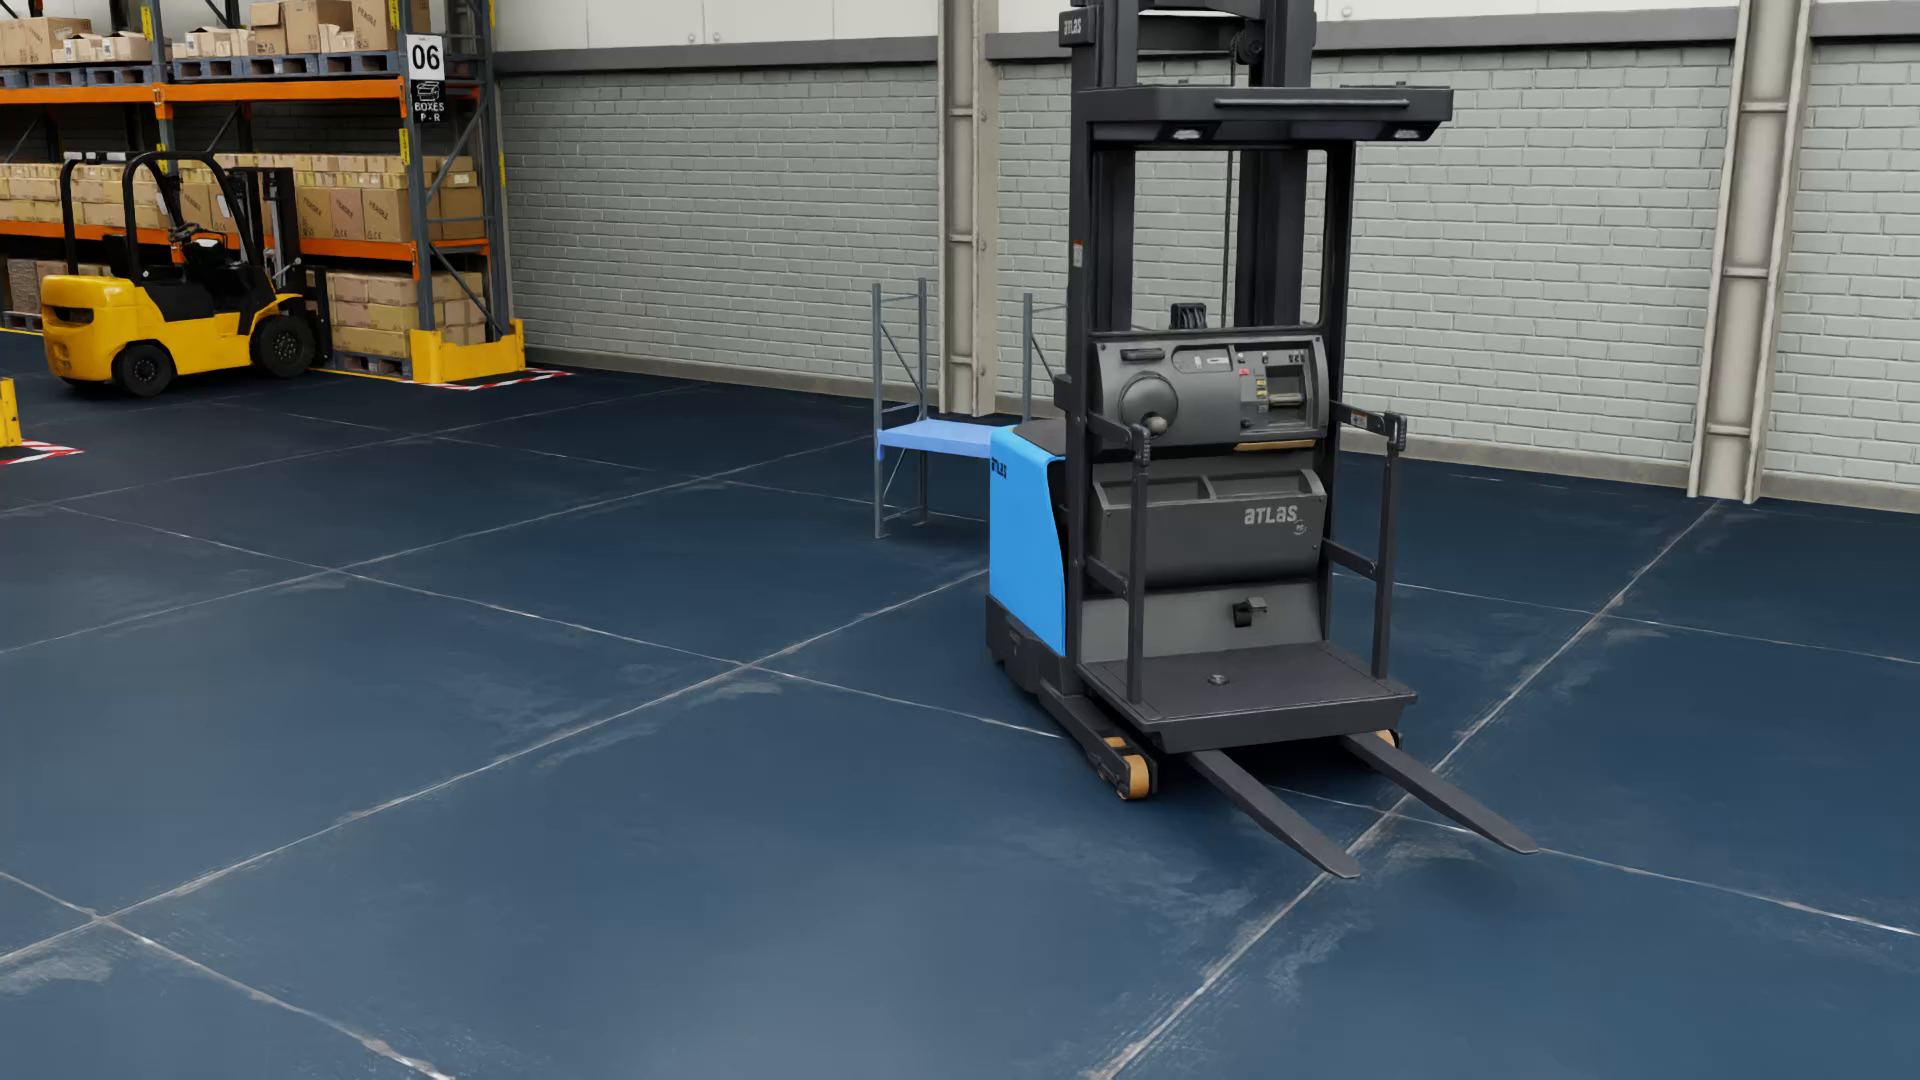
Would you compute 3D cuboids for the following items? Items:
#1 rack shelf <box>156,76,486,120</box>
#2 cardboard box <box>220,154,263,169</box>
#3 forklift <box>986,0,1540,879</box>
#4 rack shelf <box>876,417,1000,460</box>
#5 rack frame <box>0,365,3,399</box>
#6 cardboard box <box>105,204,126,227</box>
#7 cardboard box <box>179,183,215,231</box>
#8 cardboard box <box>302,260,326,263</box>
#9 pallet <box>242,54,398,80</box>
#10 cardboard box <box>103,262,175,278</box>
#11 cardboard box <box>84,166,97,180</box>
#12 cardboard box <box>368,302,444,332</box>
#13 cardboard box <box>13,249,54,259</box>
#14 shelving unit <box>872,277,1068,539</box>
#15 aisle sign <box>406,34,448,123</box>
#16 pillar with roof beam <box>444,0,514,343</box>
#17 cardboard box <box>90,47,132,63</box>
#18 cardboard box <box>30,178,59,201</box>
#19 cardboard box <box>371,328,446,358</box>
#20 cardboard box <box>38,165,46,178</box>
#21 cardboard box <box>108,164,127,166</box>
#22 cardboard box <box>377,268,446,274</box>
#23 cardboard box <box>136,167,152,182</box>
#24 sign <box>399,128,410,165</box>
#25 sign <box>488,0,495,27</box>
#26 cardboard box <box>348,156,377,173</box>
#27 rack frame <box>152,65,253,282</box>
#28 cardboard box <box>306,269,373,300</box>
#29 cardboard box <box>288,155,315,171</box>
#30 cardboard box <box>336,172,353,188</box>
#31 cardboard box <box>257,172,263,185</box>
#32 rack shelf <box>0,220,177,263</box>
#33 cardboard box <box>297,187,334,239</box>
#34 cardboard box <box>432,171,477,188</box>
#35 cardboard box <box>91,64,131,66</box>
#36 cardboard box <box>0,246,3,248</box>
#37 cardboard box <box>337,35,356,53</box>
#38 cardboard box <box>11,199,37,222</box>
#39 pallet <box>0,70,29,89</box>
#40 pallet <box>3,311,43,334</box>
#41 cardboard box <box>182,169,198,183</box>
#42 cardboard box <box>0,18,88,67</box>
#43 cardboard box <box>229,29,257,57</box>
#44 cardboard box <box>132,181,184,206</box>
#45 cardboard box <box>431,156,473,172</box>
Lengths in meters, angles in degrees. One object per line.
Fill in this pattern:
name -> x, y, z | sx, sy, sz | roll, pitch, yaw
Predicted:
rack shelf -> -6.497, -4.457, 16.839 | 4.000, 0.370, 1.077 | 9, 17, 33
cardboard box -> -7.417, -3.919, 17.237 | 0.250, 0.149, 0.380 | 10, 17, 34
forklift -> 1.023, -0.586, 6.090 | 1.130, 2.935, 3.031 | -4, 14, -16
rack shelf -> 0.071, -0.542, 9.640 | 1.000, 0.185, 0.538 | 9, 17, 33
rack frame -> -7.605, -2.091, 12.029 | 0.127, 3.000, 1.000 | 9, 17, 33
cardboard box -> -9.141, -3.627, 18.544 | 0.500, 0.250, 0.500 | 9, 17, 32
cardboard box -> -7.934, -3.555, 17.733 | 0.500, 0.500, 0.500 | 9, 16, 31
cardboard box -> -7.211, -2.880, 17.983 | 0.500, 0.250, 0.500 | 9, 16, 32
pallet -> -6.426, -4.758, 16.743 | 1.213, 0.211, 1.003 | 9, 17, 33
cardboard box -> -9.235, -2.842, 19.131 | 0.625, 0.625, 0.875 | 9, 17, 32
cardboard box -> -9.641, -4.148, 18.781 | 0.250, 0.149, 0.380 | 9, 17, 33
cardboard box -> -5.416, -2.196, 16.261 | 0.500, 0.250, 0.500 | 9, 16, 32
cardboard box -> -11.734, -3.592, 21.069 | 0.250, 0.149, 0.380 | 10, 17, 36
shelving unit -> 0.071, -0.717, 9.597 | 1.048, 1.500, 0.538 | 9, 17, 33
aisle sign -> -4.947, -4.276, 15.444 | 0.004, 0.787, 0.394 | 9, 17, 33
pillar with roof beam -> -7.315, -5.408, 12.944 | 0.400, 9.000, 9.100 | 9, 17, 33
cardboard box -> -9.239, -5.291, 18.154 | 0.250, 0.149, 0.380 | 9, 17, 33
cardboard box -> -10.405, -4.075, 19.313 | 0.500, 0.250, 0.500 | 9, 16, 31
cardboard box -> -5.404, -1.951, 16.309 | 0.500, 0.250, 0.500 | 9, 17, 33
cardboard box -> -10.477, -4.291, 19.357 | 0.250, 0.149, 0.380 | 9, 17, 33
cardboard box -> -9.808, -4.312, 19.444 | 0.250, 0.149, 0.380 | 10, 17, 34
cardboard box -> -5.547, -2.604, 16.869 | 0.500, 0.250, 0.500 | 9, 17, 33
cardboard box -> -8.788, -4.014, 18.237 | 0.250, 0.149, 0.380 | 9, 16, 32
sign -> -5.152, -3.652, 15.432 | 0.005, 0.325, 0.100 | 9, 17, 33
sign -> -4.523, -5.110, 15.998 | 0.005, 0.325, 0.100 | 9, 17, 33
cardboard box -> -5.707, -3.652, 16.156 | 0.250, 0.149, 0.380 | 10, 17, 34
rack frame -> -8.157, -3.618, 18.196 | 0.127, 3.000, 1.000 | 9, 17, 33
cardboard box -> -6.245, -2.569, 16.724 | 0.500, 0.250, 0.500 | 9, 17, 34
cardboard box -> -6.528, -3.800, 16.754 | 0.250, 0.149, 0.380 | 9, 17, 34
cardboard box -> -5.891, -3.546, 16.349 | 0.250, 0.149, 0.380 | 9, 17, 32
cardboard box -> -6.993, -3.709, 17.005 | 0.250, 0.149, 0.380 | 9, 16, 31
rack shelf -> -9.816, -3.537, 19.366 | 4.000, 0.370, 1.077 | 9, 17, 33
cardboard box -> -6.243, -3.284, 16.638 | 0.500, 0.500, 0.500 | 9, 16, 32
cardboard box -> -4.974, -3.542, 16.332 | 0.250, 0.149, 0.380 | 9, 16, 31
cardboard box -> -9.666, -5.479, 18.876 | 0.250, 0.166, 0.380 | 9, 17, 33
cardboard box -> -12.608, -3.730, 21.629 | 0.250, 0.149, 0.380 | 9, 16, 32
cardboard box -> -5.694, -4.719, 15.841 | 0.250, 0.149, 0.380 | 9, 16, 31
cardboard box -> -10.829, -3.905, 19.667 | 0.500, 0.250, 0.500 | 9, 16, 32
pallet -> -10.863, -5.446, 19.730 | 1.003, 0.211, 1.213 | 10, 17, 35
pallet -> -10.814, -2.683, 20.221 | 1.213, 0.211, 1.003 | 9, 17, 33
cardboard box -> -8.039, -3.886, 17.722 | 0.250, 0.149, 0.380 | 9, 16, 32
cardboard box -> -10.536, -5.718, 19.147 | 0.500, 0.500, 0.700 | 9, 16, 32
cardboard box -> -7.094, -5.002, 16.741 | 0.258, 0.266, 0.396 | 9, 16, 31
cardboard box -> -8.707, -3.803, 18.214 | 0.500, 0.250, 0.500 | 9, 16, 32
cardboard box -> -4.997, -3.677, 16.257 | 0.250, 0.149, 0.380 | 9, 16, 32
